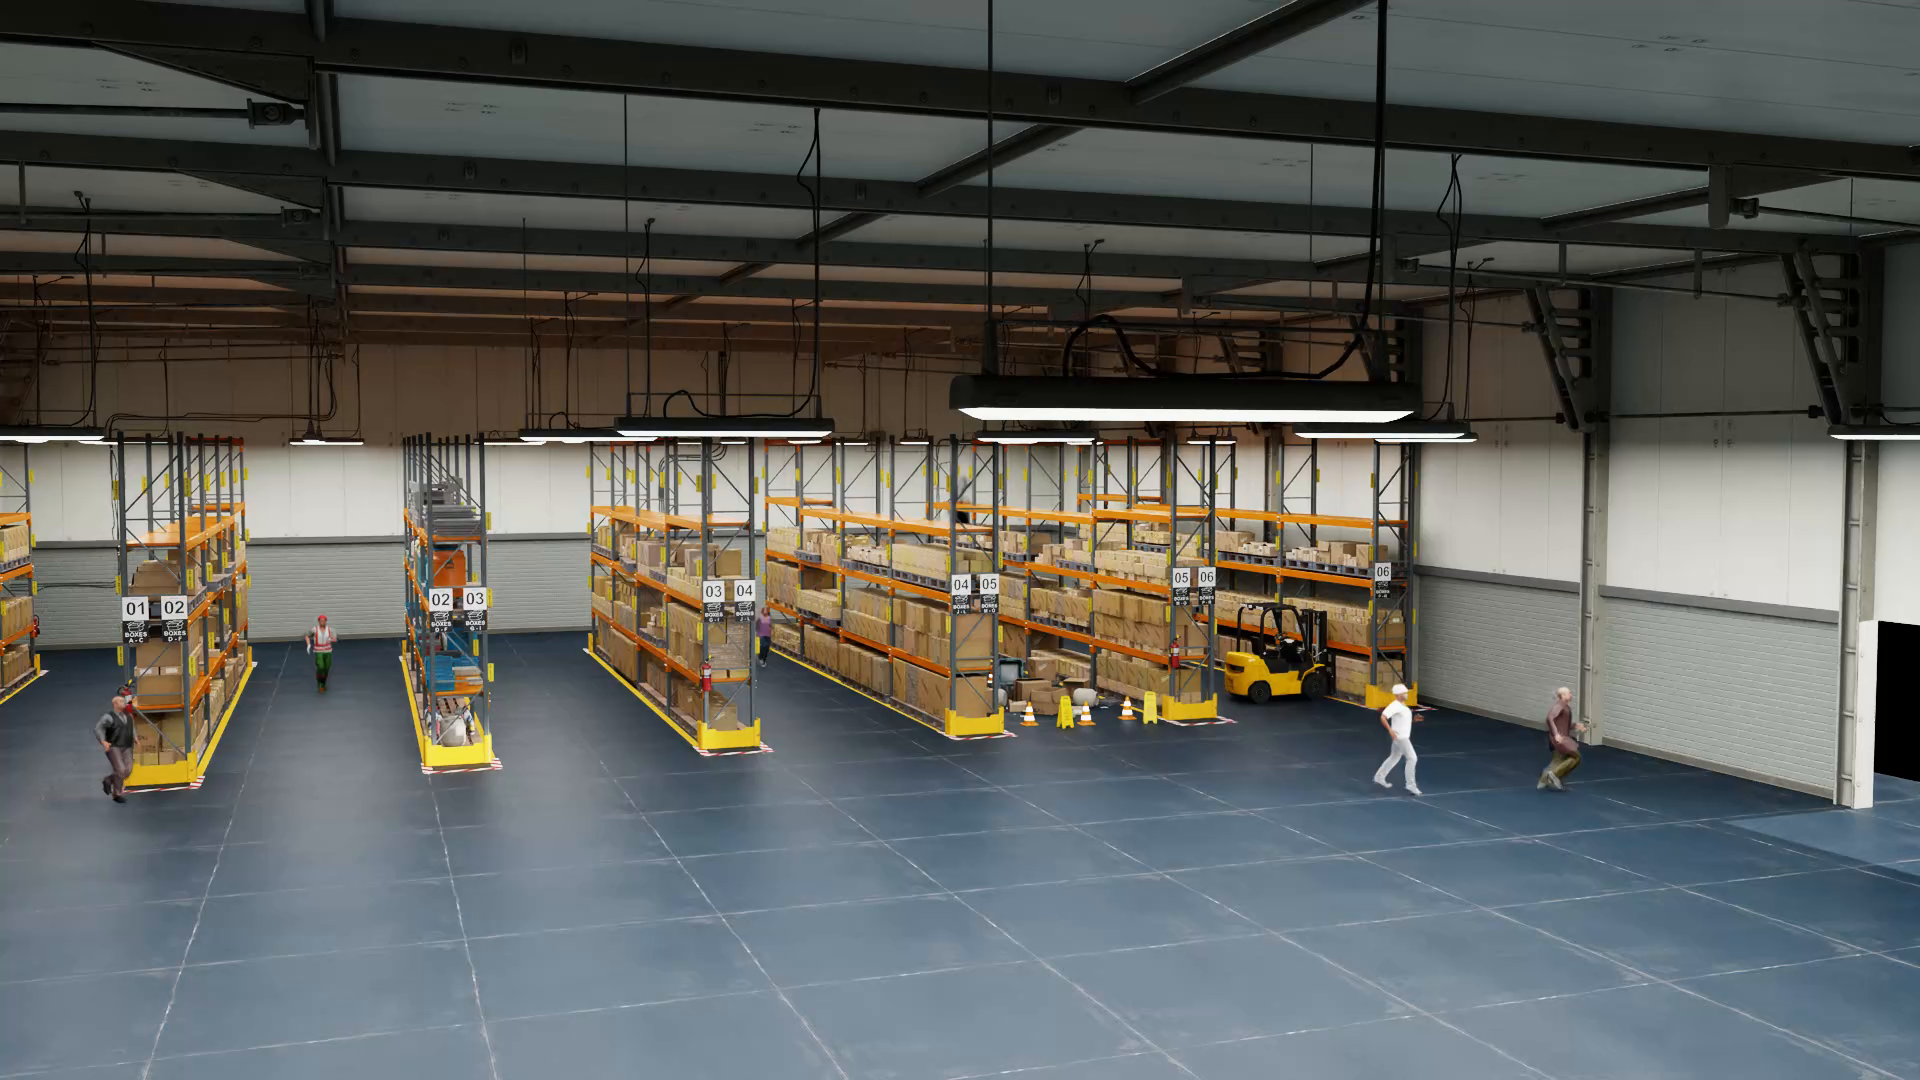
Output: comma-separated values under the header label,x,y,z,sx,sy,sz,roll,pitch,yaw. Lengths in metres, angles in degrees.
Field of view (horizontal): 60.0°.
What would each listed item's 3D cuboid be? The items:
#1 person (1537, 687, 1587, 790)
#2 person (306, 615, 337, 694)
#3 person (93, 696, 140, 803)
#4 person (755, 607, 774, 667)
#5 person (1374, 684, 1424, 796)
label,x,y,z,sx,sy,sz,roll,pitch,yaw
person,10.039,3.310,27.702,0.760,1.723,0.627,1,3,18
person,-14.923,2.671,38.930,0.643,1.846,0.774,-2,4,-36
person,-13.673,3.395,27.039,0.630,1.689,0.703,2,4,26
person,-5.091,2.523,43.331,0.509,1.549,0.635,-2,4,-27
person,7.281,3.301,27.558,0.820,1.821,0.677,1,3,19
